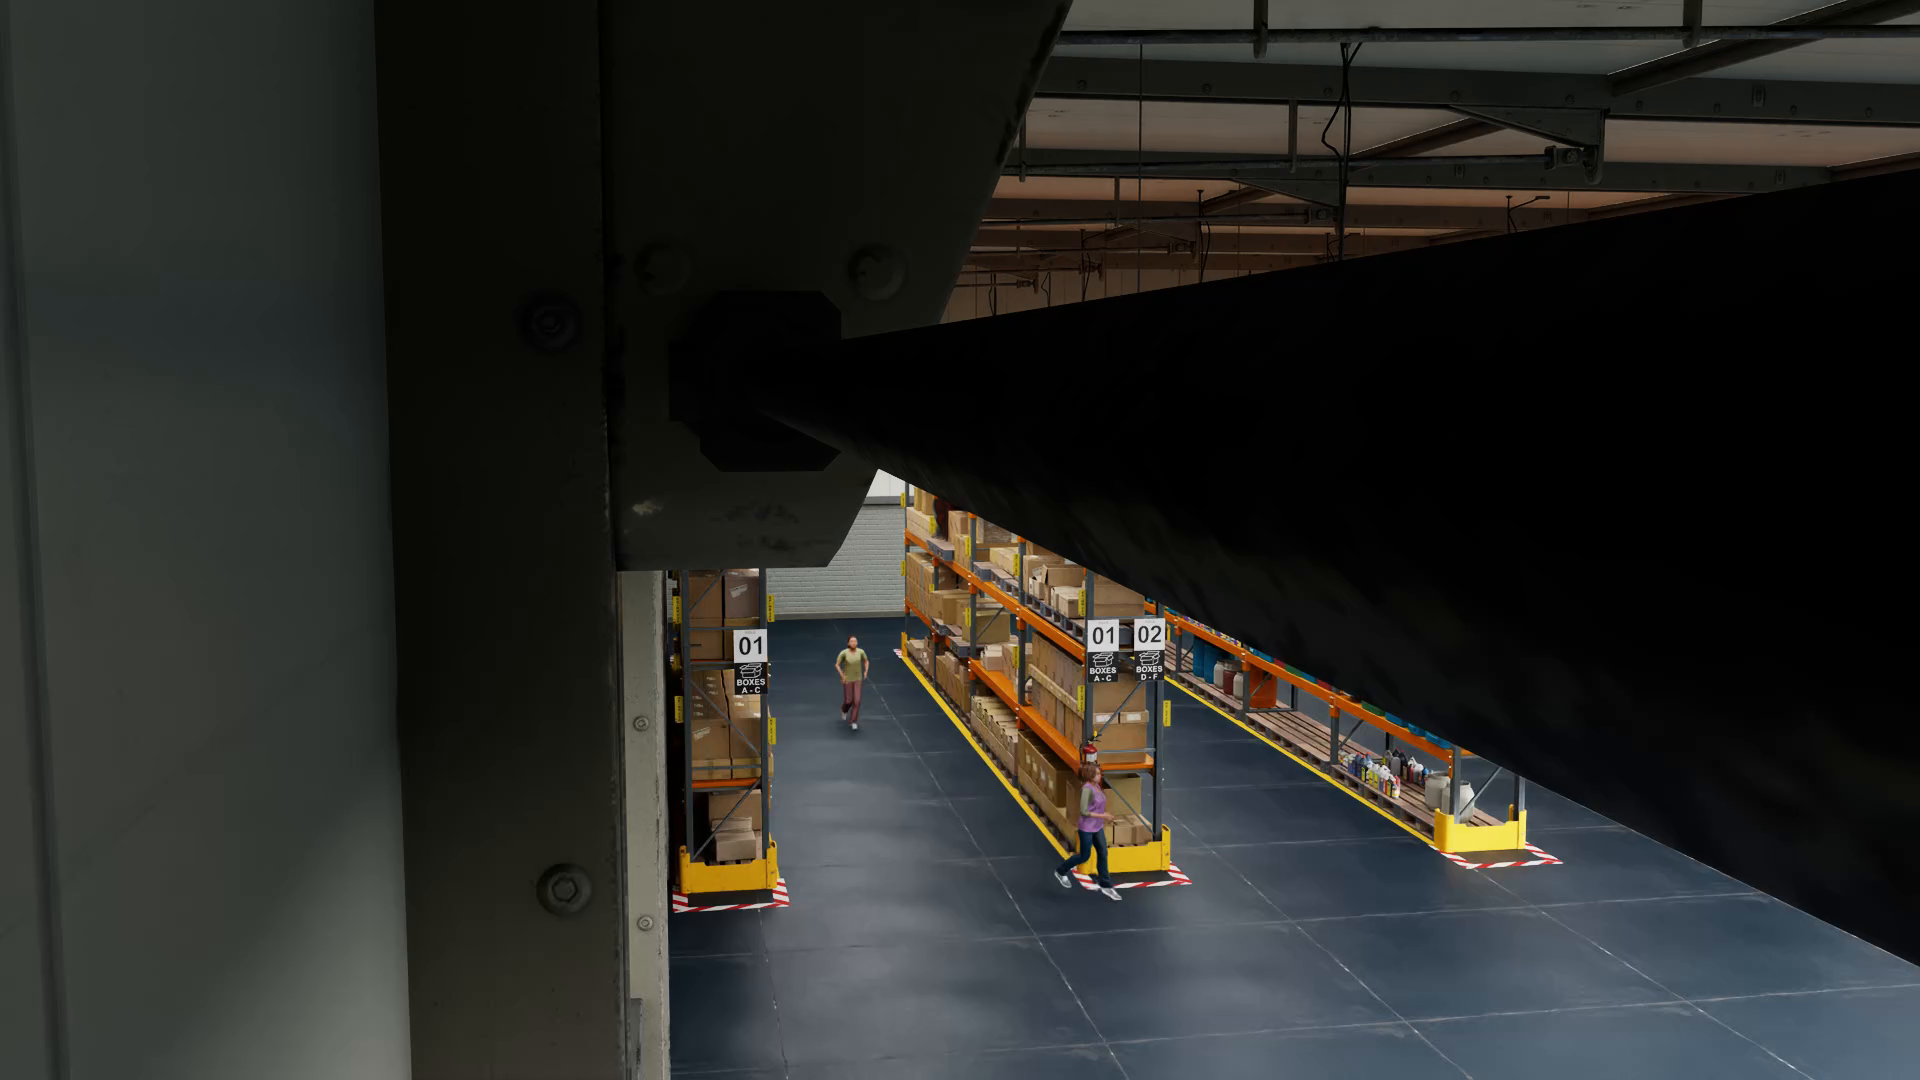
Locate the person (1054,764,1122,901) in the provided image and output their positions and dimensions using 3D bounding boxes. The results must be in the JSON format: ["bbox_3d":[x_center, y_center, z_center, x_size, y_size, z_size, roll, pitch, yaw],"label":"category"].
[{"bbox_3d":[1.536,3.470,19.882,0.852,1.619,0.559,3,7,28],"label":"person"}]

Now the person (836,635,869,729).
[{"bbox_3d":[-1.894,2.489,29.376,0.600,1.628,0.605,-2,6,-16],"label":"person"}]
